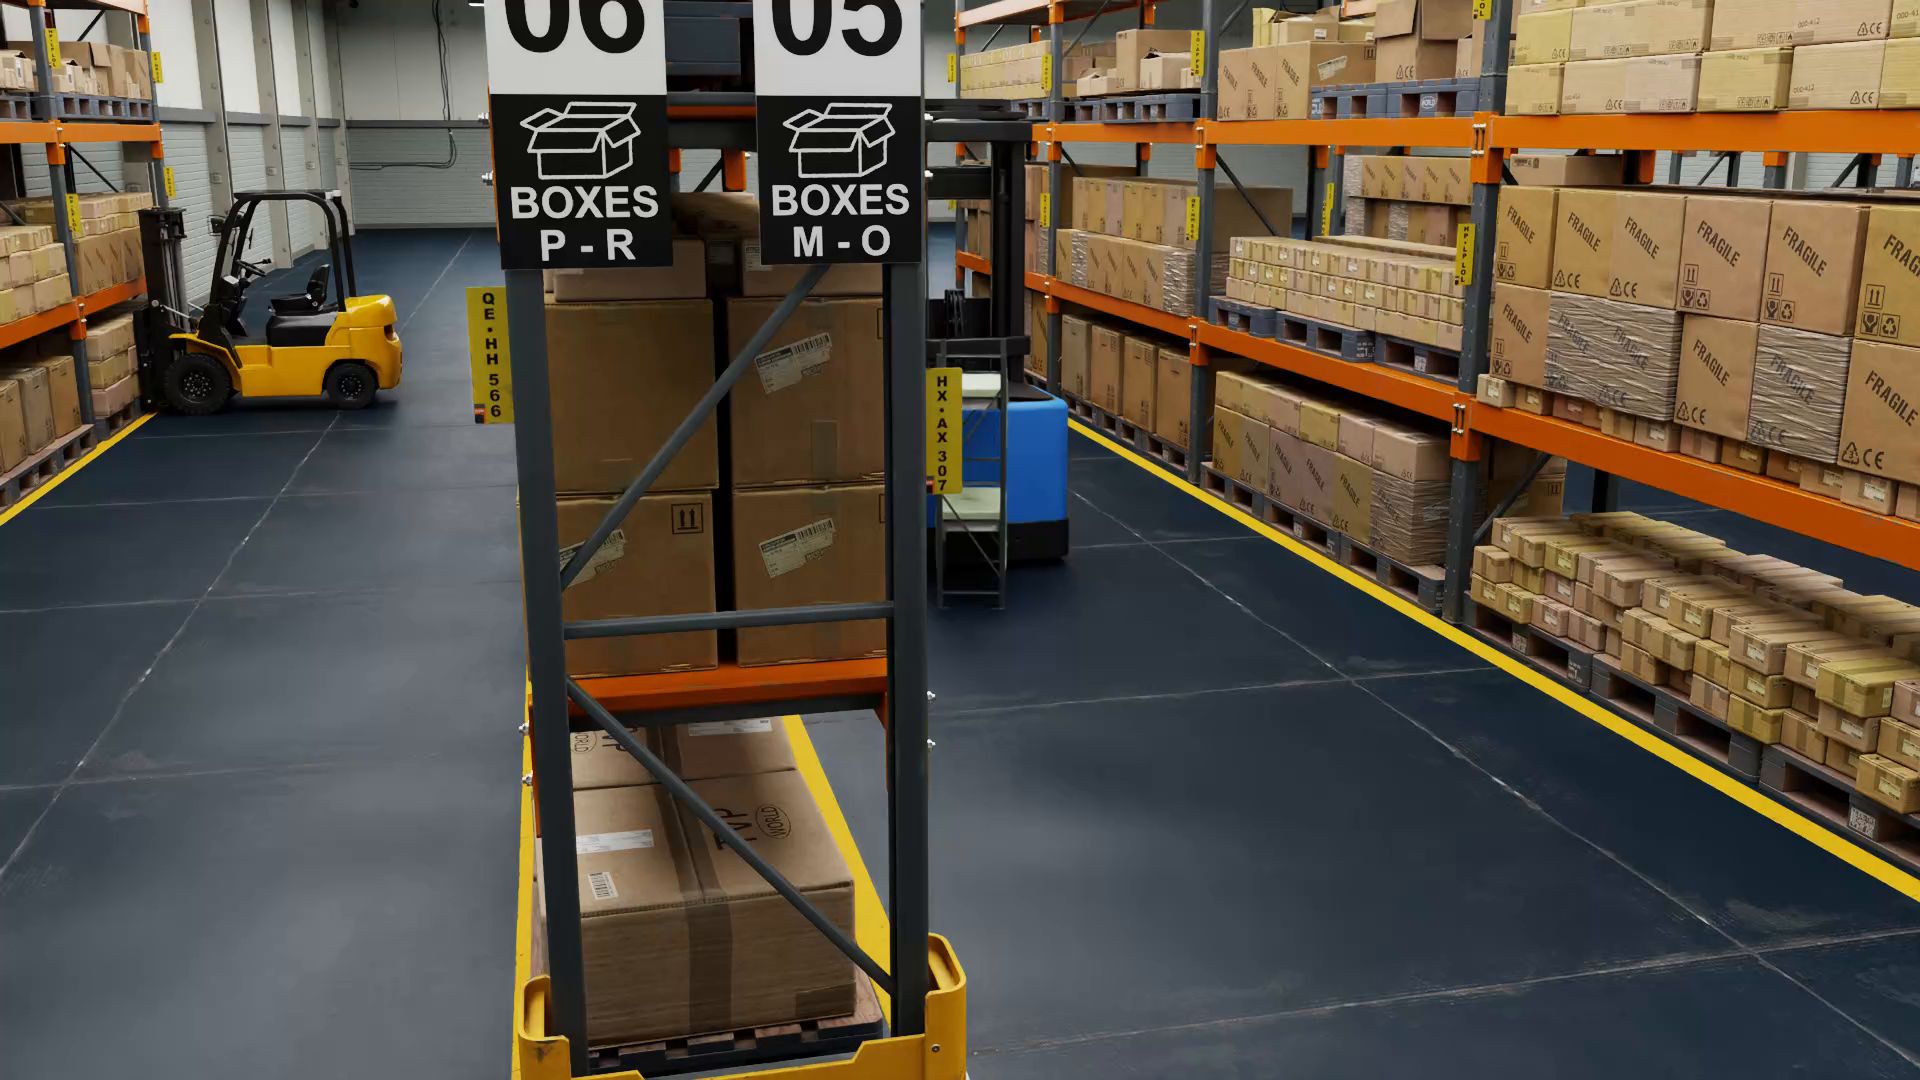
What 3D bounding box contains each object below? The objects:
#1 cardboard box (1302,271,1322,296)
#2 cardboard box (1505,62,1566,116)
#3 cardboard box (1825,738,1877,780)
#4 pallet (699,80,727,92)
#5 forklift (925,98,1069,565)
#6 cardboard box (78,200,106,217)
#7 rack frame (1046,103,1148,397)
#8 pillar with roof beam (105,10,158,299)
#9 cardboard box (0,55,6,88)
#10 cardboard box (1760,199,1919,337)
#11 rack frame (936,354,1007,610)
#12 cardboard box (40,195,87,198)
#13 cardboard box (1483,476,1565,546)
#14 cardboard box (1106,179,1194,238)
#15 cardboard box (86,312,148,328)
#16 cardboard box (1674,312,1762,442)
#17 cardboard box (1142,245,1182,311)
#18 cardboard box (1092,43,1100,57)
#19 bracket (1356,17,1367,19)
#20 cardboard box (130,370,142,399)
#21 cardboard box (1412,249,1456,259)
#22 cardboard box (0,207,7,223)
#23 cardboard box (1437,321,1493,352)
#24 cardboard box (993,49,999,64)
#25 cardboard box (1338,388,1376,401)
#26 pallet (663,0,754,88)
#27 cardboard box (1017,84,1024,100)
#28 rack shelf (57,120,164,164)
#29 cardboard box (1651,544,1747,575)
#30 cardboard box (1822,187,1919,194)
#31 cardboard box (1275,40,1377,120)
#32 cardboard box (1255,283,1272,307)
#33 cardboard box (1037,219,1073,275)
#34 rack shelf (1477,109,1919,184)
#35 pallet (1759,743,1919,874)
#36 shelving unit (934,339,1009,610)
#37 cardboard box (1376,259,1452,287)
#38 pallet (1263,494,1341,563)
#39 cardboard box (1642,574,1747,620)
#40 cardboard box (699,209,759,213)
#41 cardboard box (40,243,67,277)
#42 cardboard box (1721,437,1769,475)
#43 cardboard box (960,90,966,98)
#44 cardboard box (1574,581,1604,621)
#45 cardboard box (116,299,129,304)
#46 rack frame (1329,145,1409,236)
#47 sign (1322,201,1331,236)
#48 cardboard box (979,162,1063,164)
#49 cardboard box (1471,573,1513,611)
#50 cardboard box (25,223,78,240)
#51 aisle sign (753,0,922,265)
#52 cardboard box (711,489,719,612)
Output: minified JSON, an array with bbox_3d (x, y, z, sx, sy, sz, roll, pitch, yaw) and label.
[{"bbox_3d":[2.546,-1.741,11.249,0.380,0.149,0.250,-3,14,-14],"label":"cardboard box"},{"bbox_3d":[3.116,-2.274,8.409,0.500,0.250,0.500,-3,14,-10],"label":"cardboard box"},{"bbox_3d":[3.740,0.863,6.695,0.380,0.149,0.250,-3,14,-13],"label":"cardboard box"},{"bbox_3d":[-1.342,-1.936,6.900,1.003,0.211,1.213,-3,14,-13],"label":"pallet"},{"bbox_3d":[-0.154,-1.569,11.673,1.130,2.935,3.031,-3,14,-14],"label":"forklift"},{"bbox_3d":[-8.279,-3.115,15.653,0.380,0.149,0.250,-4,14,-14],"label":"cardboard box"},{"bbox_3d":[1.385,-2.857,16.799,1.000,3.000,0.127,-3,14,-13],"label":"rack frame"},{"bbox_3d":[-7.104,-7.530,23.288,9.100,9.000,0.400,-3,14,-13],"label":"pillar with roof beam"},{"bbox_3d":[-7.640,-3.616,12.678,0.500,0.311,0.500,-4,14,-15],"label":"cardboard box"},{"bbox_3d":[3.604,-1.095,6.645,0.500,0.500,0.500,-3,14,-10],"label":"cardboard box"},{"bbox_3d":[0.065,-0.321,9.579,0.400,1.500,0.023,0,14,1],"label":"rack frame"},{"bbox_3d":[-9.147,-3.441,16.987,0.380,0.149,0.250,-3,14,-13],"label":"cardboard box"},{"bbox_3d":[3.348,-0.186,10.250,0.500,0.500,0.500,-3,14,-11],"label":"cardboard box"},{"bbox_3d":[1.748,-3.041,15.238,0.700,0.500,0.500,-3,14,-13],"label":"cardboard box"},{"bbox_3d":[-8.390,-2.117,16.574,0.500,0.250,0.500,-4,14,-14],"label":"cardboard box"},{"bbox_3d":[3.496,-0.722,7.224,0.500,0.500,0.500,-3,14,-10],"label":"cardboard box"},{"bbox_3d":[1.842,-2.186,13.845,0.500,0.500,0.500,-3,14,-13],"label":"cardboard box"},{"bbox_3d":[1.569,-4.993,16.979,0.380,0.149,0.250,-3,14,-14],"label":"cardboard box"},{"bbox_3d":[12.834,-16.818,53.718,0.076,0.066,3.189,-3,14,-13],"label":"bracket"},{"bbox_3d":[-8.289,-1.512,16.205,0.500,0.250,0.500,-3,14,-12],"label":"cardboard box"},{"bbox_3d":[3.247,-1.859,11.106,0.380,0.149,0.250,-3,14,-11],"label":"cardboard box"},{"bbox_3d":[-8.596,-2.845,14.547,0.380,0.149,0.250,-3,14,-13],"label":"cardboard box"},{"bbox_3d":[2.978,-1.174,9.555,0.380,0.149,0.250,-4,14,-14],"label":"cardboard box"},{"bbox_3d":[0.572,-5.307,18.264,0.380,0.149,0.250,-3,14,-12],"label":"cardboard box"},{"bbox_3d":[2.973,-0.911,11.636,0.500,0.250,0.500,-3,14,-12],"label":"cardboard box"},{"bbox_3d":[-0.769,-1.374,4.596,1.003,0.211,1.213,-3,14,-13],"label":"pallet"},{"bbox_3d":[0.807,-4.687,17.405,0.380,0.149,0.250,-3,14,-13],"label":"cardboard box"},{"bbox_3d":[-8.697,-3.849,16.056,1.077,0.370,4.000,-3,14,-13],"label":"rack shelf"},{"bbox_3d":[3.749,0.126,8.458,0.380,0.149,0.250,-3,14,-11],"label":"cardboard box"},{"bbox_3d":[7.325,-2.553,13.233,0.797,0.503,0.637,-3,14,-11],"label":"cardboard box"},{"bbox_3d":[2.447,-3.063,11.113,0.500,0.500,0.500,-3,14,-13],"label":"cardboard box"},{"bbox_3d":[2.360,-1.777,12.025,0.380,0.149,0.250,-3,14,-10],"label":"cardboard box"},{"bbox_3d":[1.287,-3.014,17.127,0.875,0.550,0.550,-3,14,-13],"label":"cardboard box"},{"bbox_3d":[3.733,-1.657,7.086,1.077,0.370,4.000,-3,14,-13],"label":"rack shelf"},{"bbox_3d":[4.029,1.059,6.646,1.003,0.211,1.213,-3,14,-13],"label":"pallet"},{"bbox_3d":[0.073,-0.407,9.935,0.431,1.500,0.755,0,14,1],"label":"shelving unit"},{"bbox_3d":[2.795,-1.646,10.235,0.380,0.149,0.250,-3,14,-13],"label":"cardboard box"},{"bbox_3d":[2.789,-0.118,11.465,1.003,0.211,1.213,-3,14,-13],"label":"pallet"},{"bbox_3d":[3.466,0.275,7.851,0.380,0.149,0.250,-4,14,-16],"label":"cardboard box"},{"bbox_3d":[-0.722,-1.096,5.908,0.380,0.149,0.250,-4,14,-15],"label":"cardboard box"},{"bbox_3d":[-7.863,-2.351,13.991,0.500,0.250,0.500,-4,14,-14],"label":"cardboard box"},{"bbox_3d":[3.557,-0.388,7.224,0.380,0.149,0.250,-3,14,-12],"label":"cardboard box"},{"bbox_3d":[0.214,-5.270,19.791,0.380,0.149,0.250,-3,14,-13],"label":"cardboard box"},{"bbox_3d":[3.337,0.297,8.387,0.380,0.149,0.250,-4,14,-16],"label":"cardboard box"},{"bbox_3d":[-9.238,-2.435,17.876,0.500,0.250,0.500,-4,14,-14],"label":"cardboard box"},{"bbox_3d":[5.290,-4.032,21.612,1.000,3.000,0.127,-3,14,-13],"label":"rack frame"},{"bbox_3d":[2.849,-2.490,13.027,0.100,0.325,0.005,-3,14,-13],"label":"sign"},{"bbox_3d":[0.714,-4.167,19.573,0.875,0.550,0.550,-3,14,-13],"label":"cardboard box"},{"bbox_3d":[3.037,0.272,9.116,0.380,0.149,0.250,-4,14,-16],"label":"cardboard box"},{"bbox_3d":[-8.046,-2.732,14.710,0.380,0.149,0.250,-4,14,-14],"label":"cardboard box"},{"bbox_3d":[-0.286,-1.051,3.933,0.394,0.787,0.004,-3,14,-13],"label":"aisle sign"},{"bbox_3d":[-0.564,-0.079,5.221,0.500,0.500,0.500,-3,14,-14],"label":"cardboard box"}]
